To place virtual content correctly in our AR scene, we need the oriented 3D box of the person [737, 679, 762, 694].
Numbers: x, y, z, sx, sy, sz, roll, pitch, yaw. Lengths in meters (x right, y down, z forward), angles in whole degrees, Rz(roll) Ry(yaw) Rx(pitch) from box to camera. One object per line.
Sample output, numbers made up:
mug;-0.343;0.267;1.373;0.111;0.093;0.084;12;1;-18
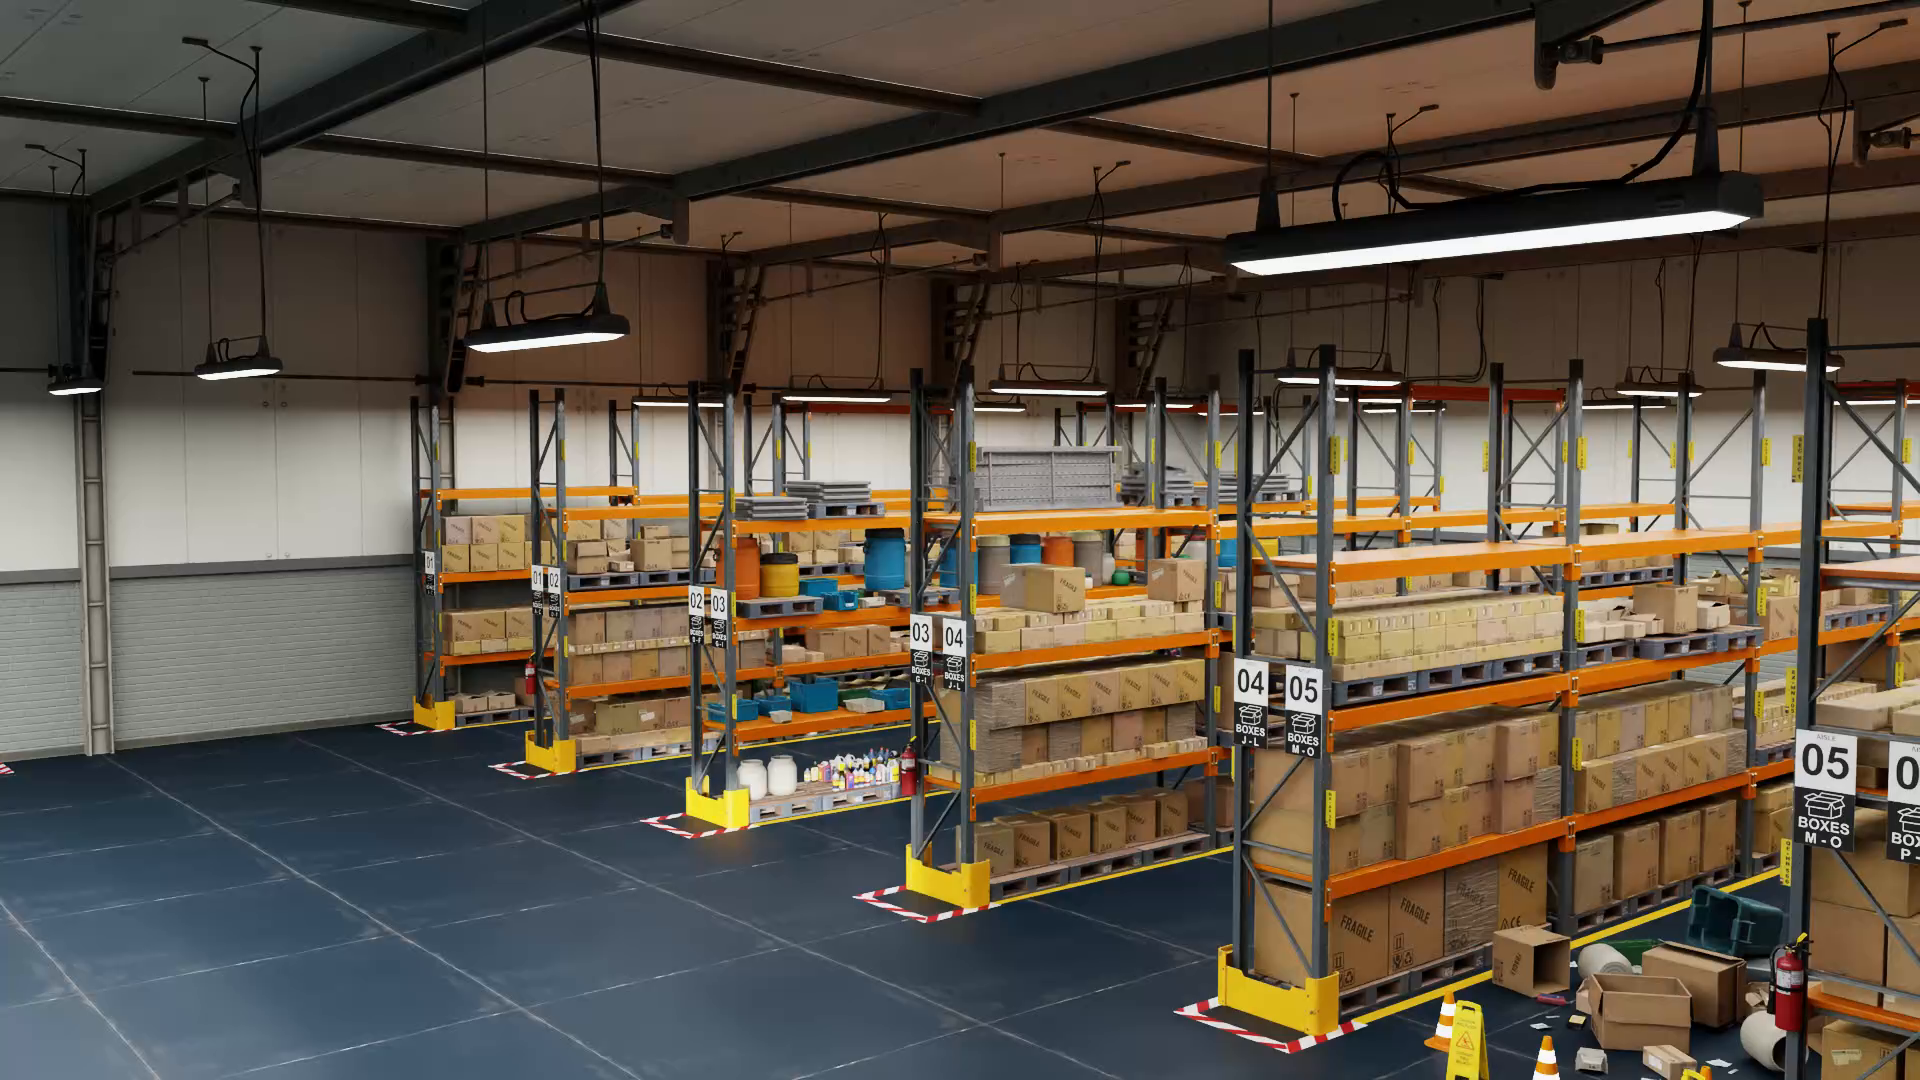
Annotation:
person;-4.025;2.413;31.586;0.694;1.786;0.841;3;4;37
